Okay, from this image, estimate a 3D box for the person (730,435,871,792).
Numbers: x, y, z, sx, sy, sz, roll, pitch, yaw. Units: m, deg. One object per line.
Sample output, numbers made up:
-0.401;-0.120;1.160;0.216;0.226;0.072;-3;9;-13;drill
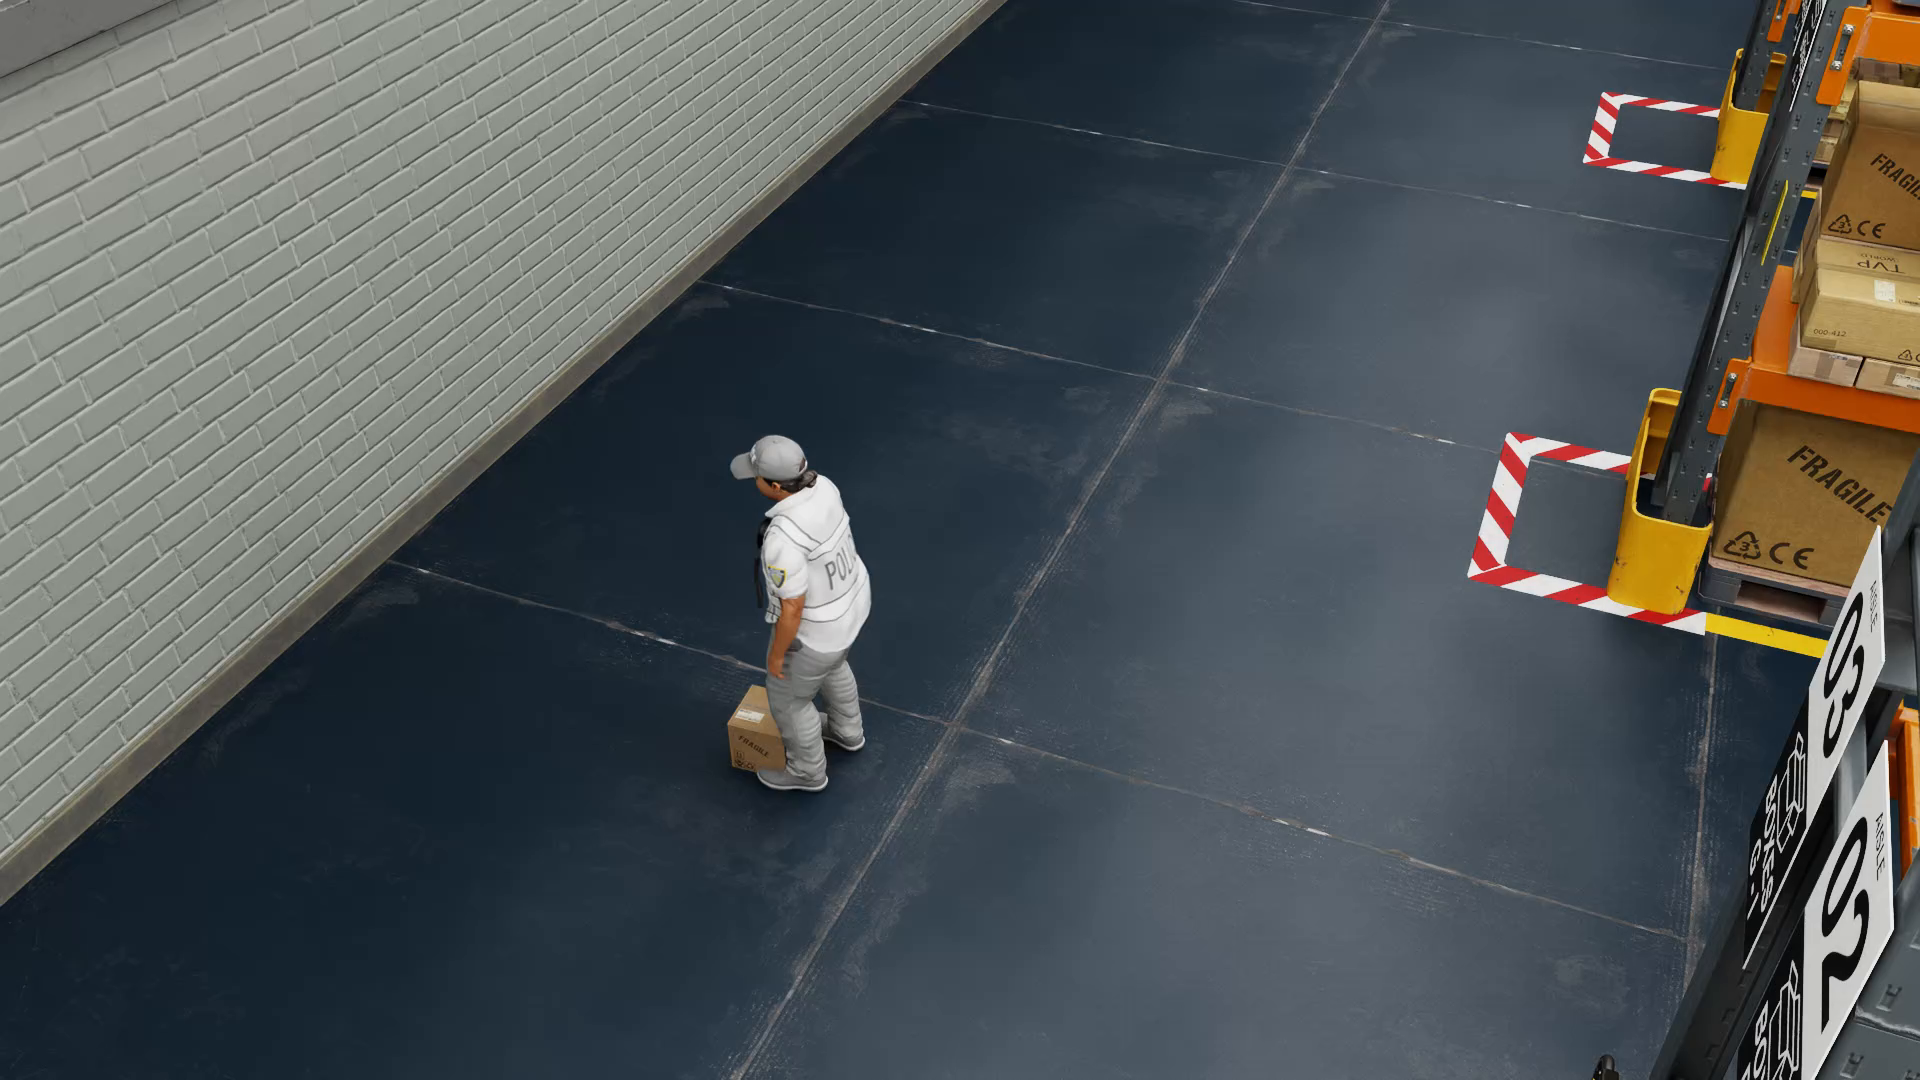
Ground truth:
-0.593;0.291;6.435;0.463;1.667;0.563;12;39;15;person
